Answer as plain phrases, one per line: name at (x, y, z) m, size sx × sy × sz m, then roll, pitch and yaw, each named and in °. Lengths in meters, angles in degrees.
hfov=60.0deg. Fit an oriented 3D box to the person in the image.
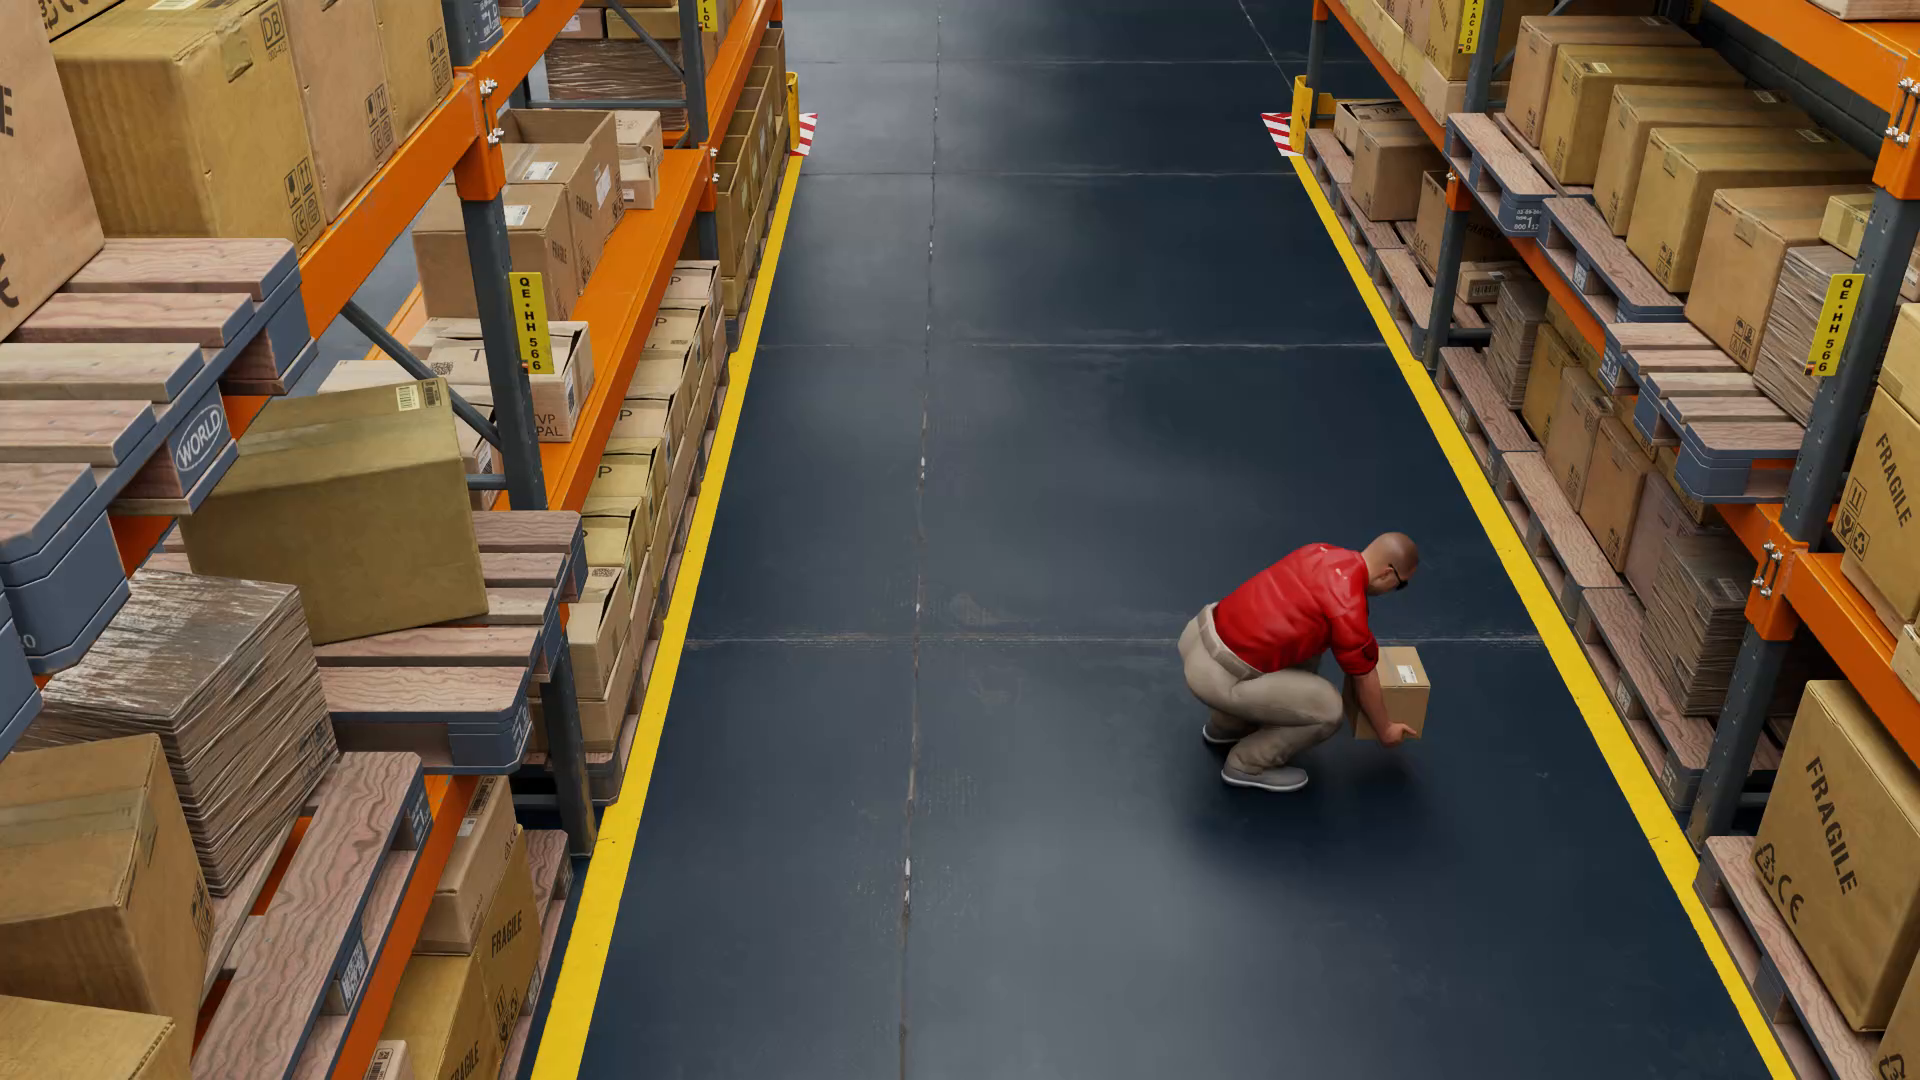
person at (1.255, 0.430, 6.170) m, size 0.886 × 0.988 × 0.523 m, roll -1°, pitch 31°, yaw -1°
